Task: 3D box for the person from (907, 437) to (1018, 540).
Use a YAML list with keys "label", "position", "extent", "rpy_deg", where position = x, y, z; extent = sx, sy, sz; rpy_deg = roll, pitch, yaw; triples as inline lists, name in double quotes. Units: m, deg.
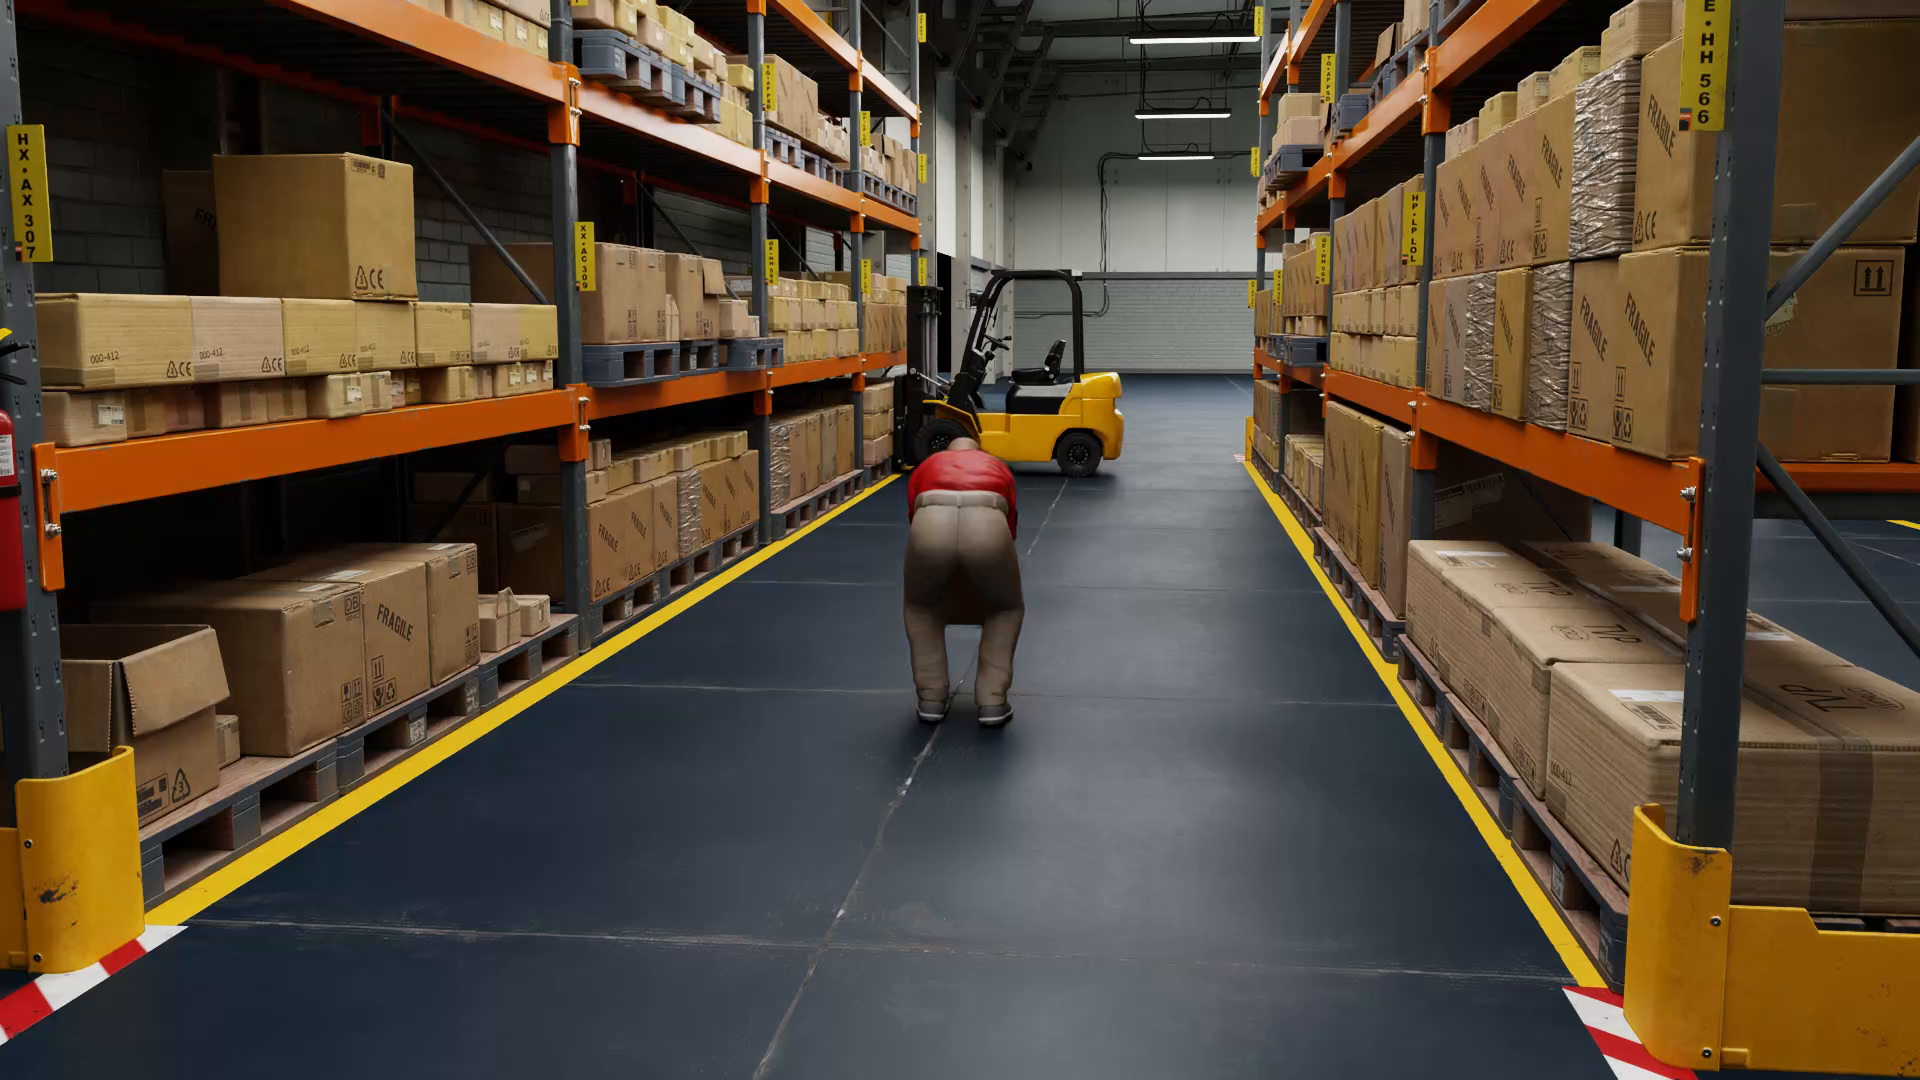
- label: "person"
  position: [0.006, -0.005, 7.017]
  extent: [0.473, 0.820, 0.805]
  rpy_deg: [0, 8, 4]
